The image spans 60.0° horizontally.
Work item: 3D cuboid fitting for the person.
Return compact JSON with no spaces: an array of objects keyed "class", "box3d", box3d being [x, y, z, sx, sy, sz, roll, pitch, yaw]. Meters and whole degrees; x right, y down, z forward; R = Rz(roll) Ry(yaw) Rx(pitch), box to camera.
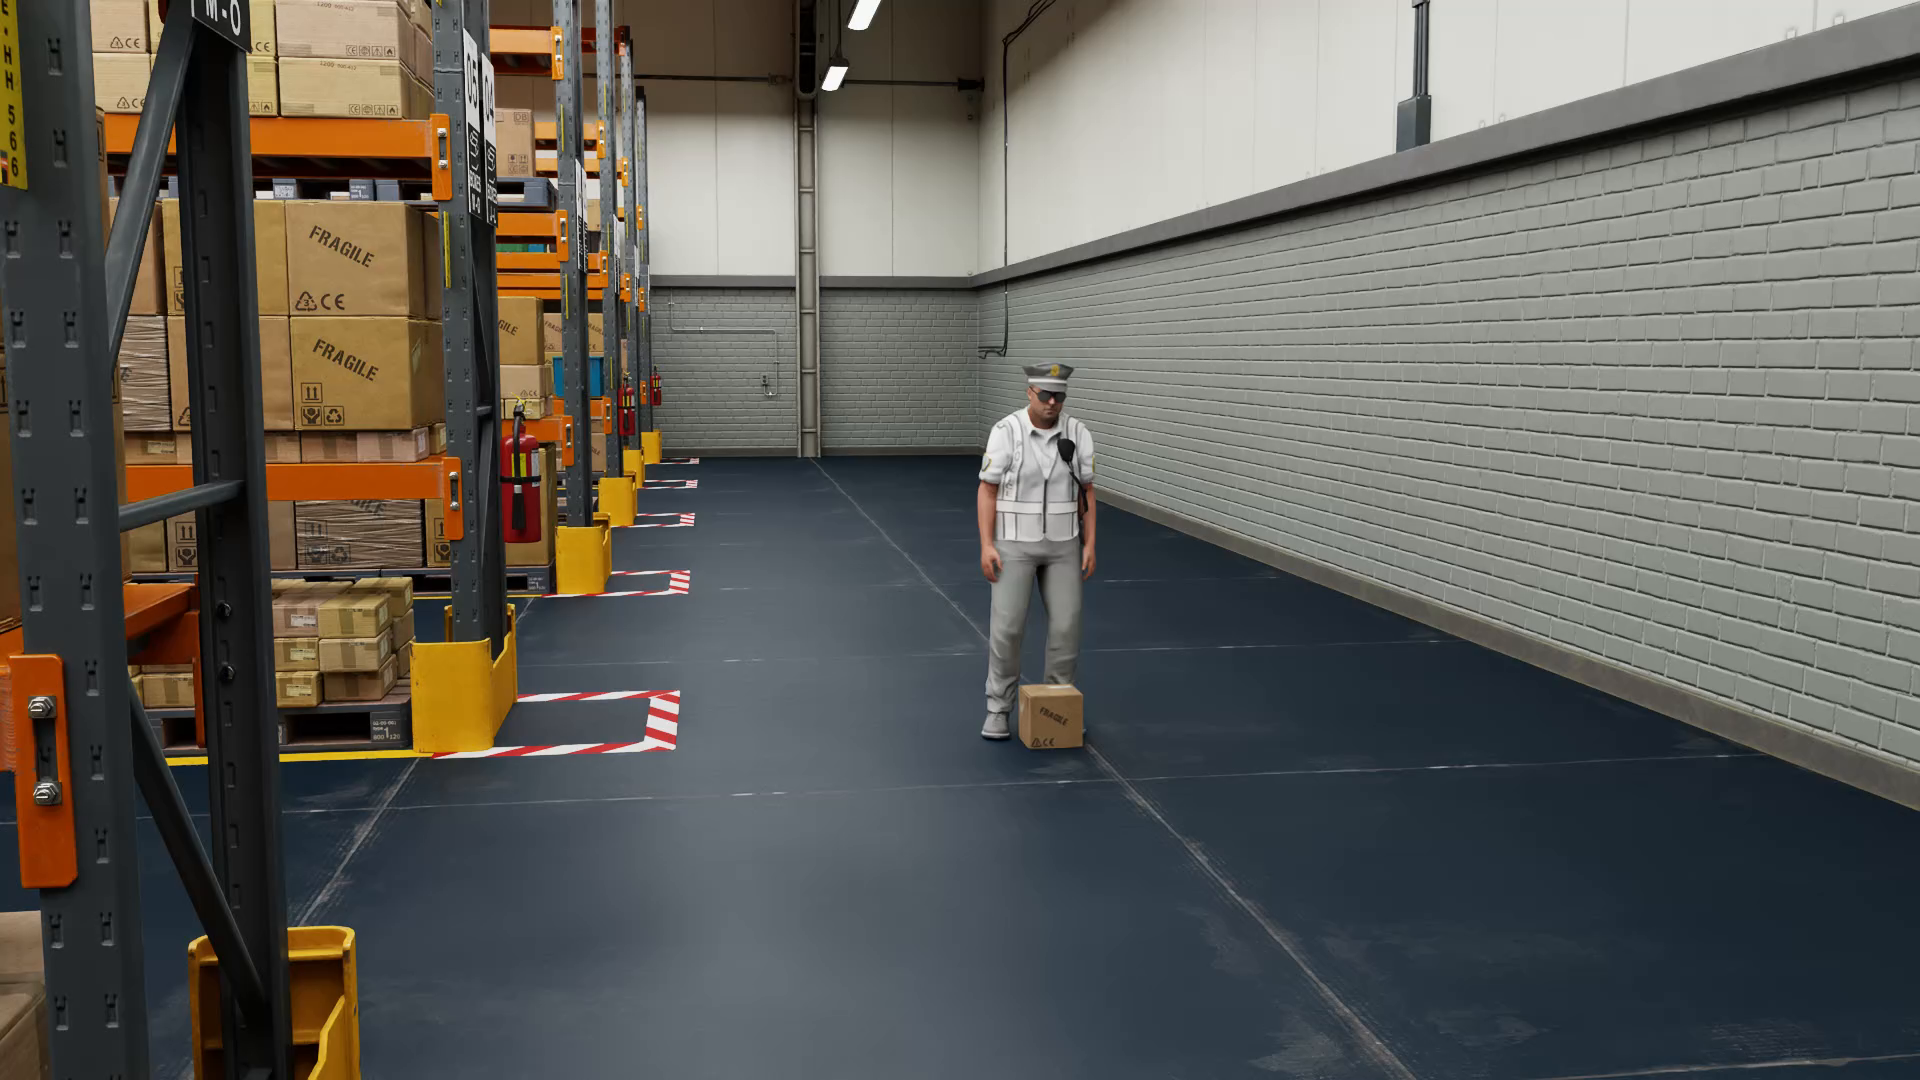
[{"class":"person","box3d":[0.366,0.037,7.854,0.582,1.747,0.439,-1,7,-11]}]
